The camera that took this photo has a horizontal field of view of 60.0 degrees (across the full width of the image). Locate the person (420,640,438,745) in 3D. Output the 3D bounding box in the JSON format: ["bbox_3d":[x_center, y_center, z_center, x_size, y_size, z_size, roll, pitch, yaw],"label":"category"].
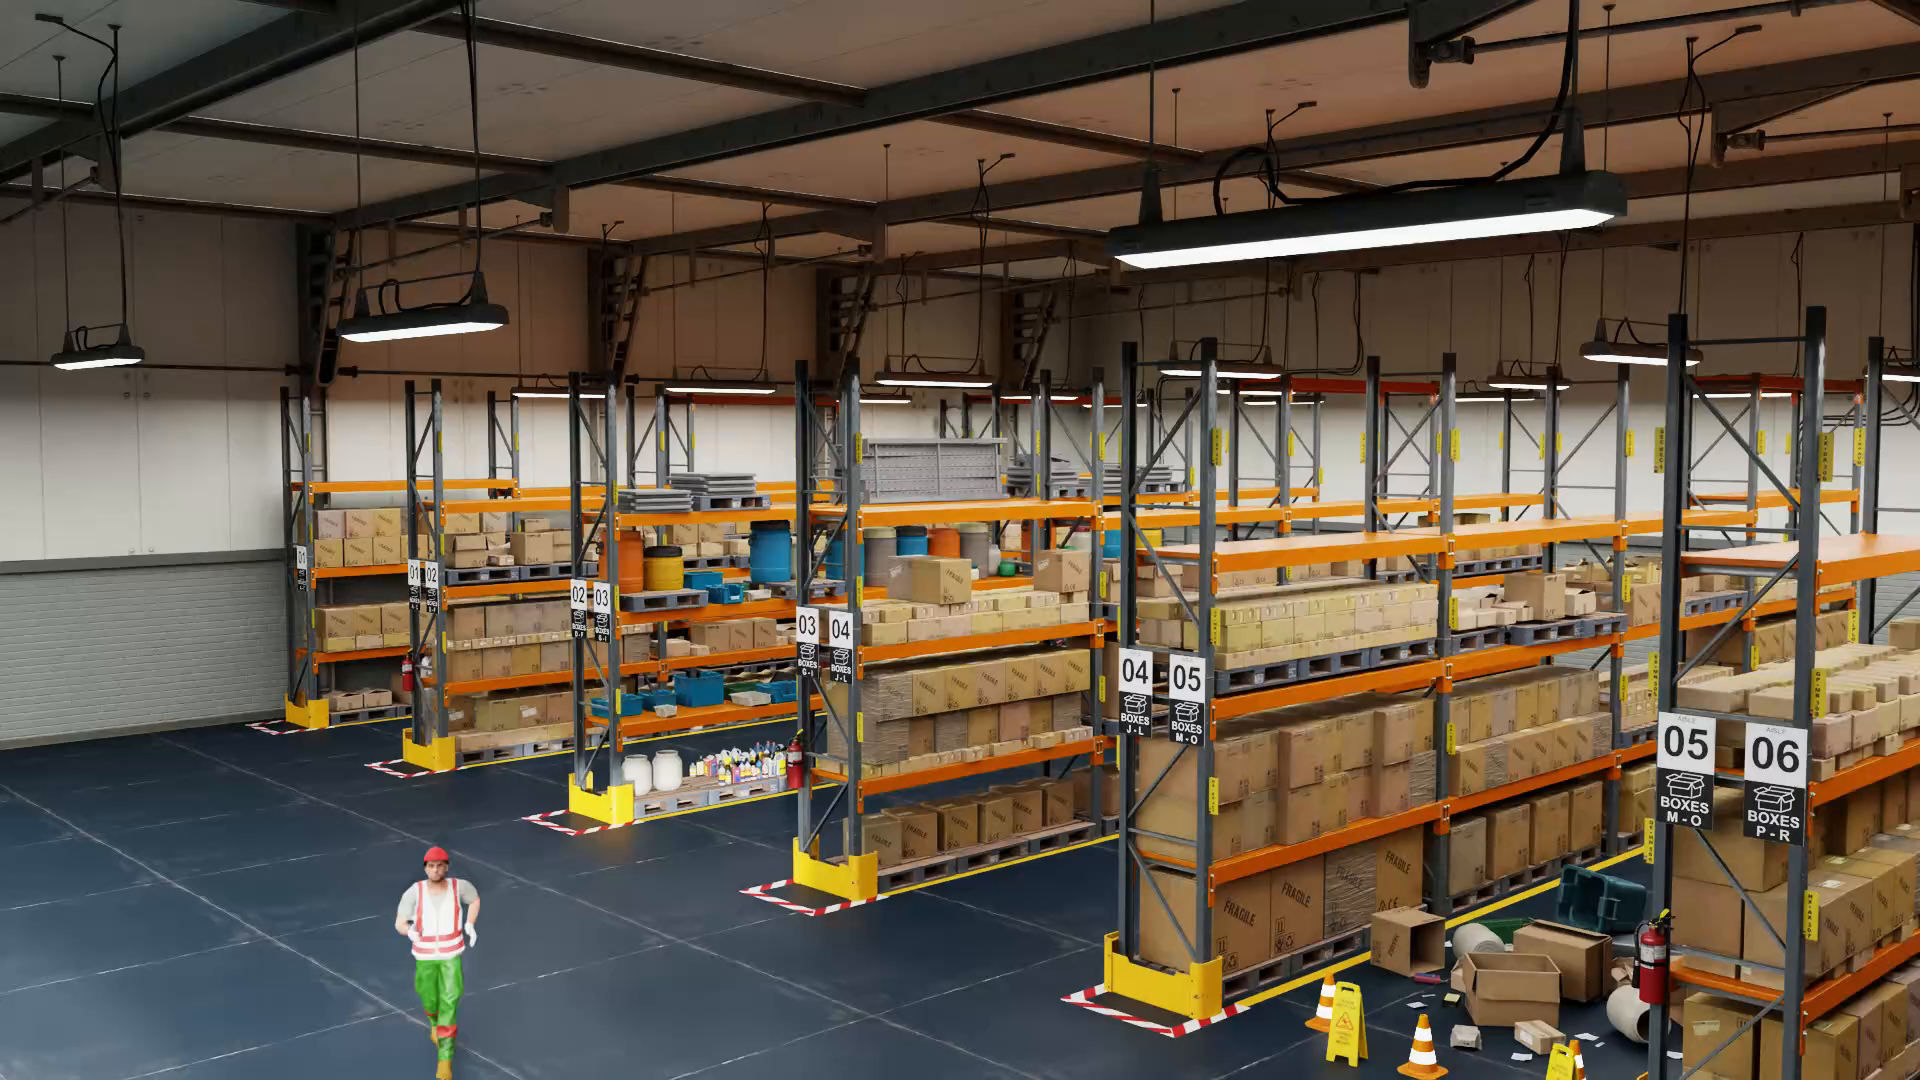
[{"bbox_3d":[-8.835,2.546,27.779,0.557,1.757,0.716,3,5,41],"label":"person"}]

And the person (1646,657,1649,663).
[{"bbox_3d":[10.845,2.650,26.208,0.577,1.681,0.650,-3,5,-39],"label":"person"}]

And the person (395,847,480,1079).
[{"bbox_3d":[-4.245,3.383,13.533,0.656,1.786,0.987,-1,4,-15],"label":"person"}]
